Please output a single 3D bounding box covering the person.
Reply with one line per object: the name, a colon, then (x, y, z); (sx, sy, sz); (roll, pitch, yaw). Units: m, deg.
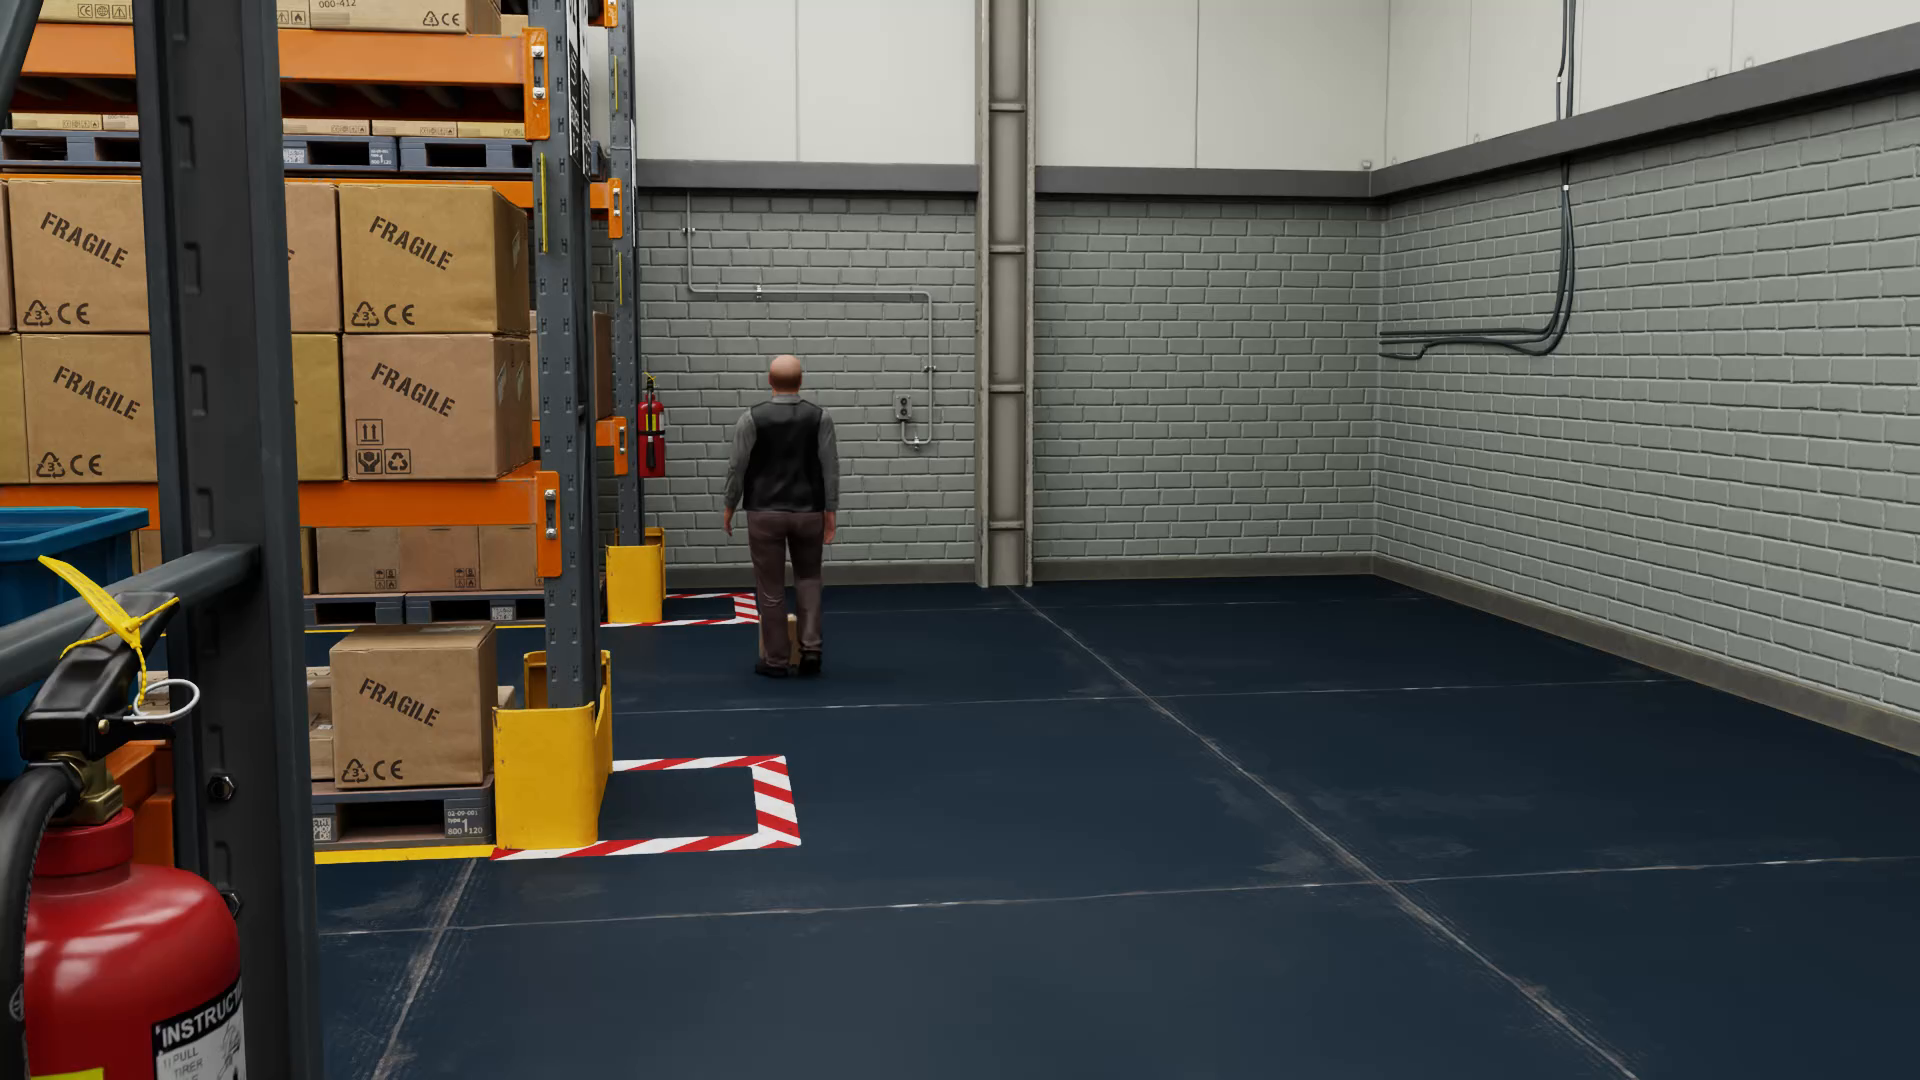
person: (-0.956, -0.112, 8.869); (0.595, 1.745, 0.456); (-2, 7, -18)
